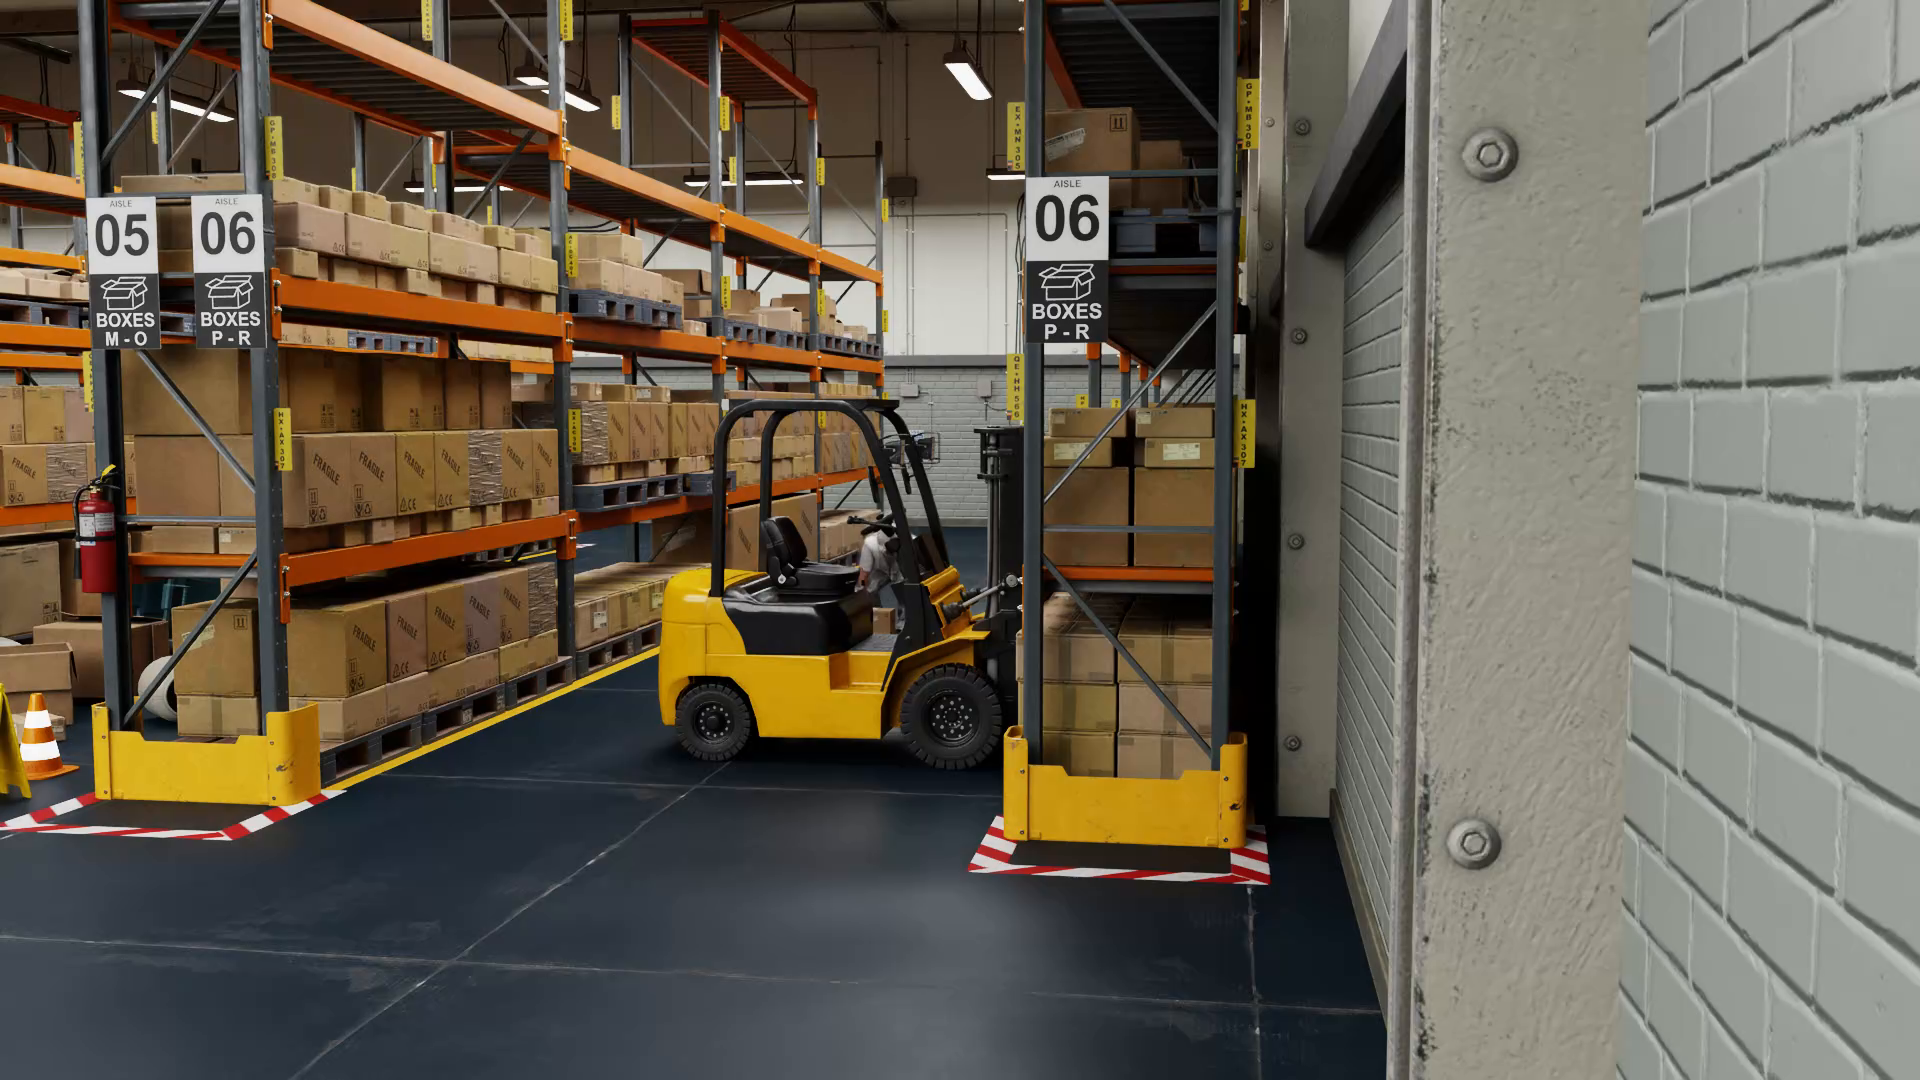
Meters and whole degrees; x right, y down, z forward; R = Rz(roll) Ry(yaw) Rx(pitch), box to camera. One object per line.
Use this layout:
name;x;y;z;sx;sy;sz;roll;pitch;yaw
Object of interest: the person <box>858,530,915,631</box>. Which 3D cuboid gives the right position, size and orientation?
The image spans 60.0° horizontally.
person;-0.641;0.352;15.770;0.577;1.037;0.895;1;4;8
